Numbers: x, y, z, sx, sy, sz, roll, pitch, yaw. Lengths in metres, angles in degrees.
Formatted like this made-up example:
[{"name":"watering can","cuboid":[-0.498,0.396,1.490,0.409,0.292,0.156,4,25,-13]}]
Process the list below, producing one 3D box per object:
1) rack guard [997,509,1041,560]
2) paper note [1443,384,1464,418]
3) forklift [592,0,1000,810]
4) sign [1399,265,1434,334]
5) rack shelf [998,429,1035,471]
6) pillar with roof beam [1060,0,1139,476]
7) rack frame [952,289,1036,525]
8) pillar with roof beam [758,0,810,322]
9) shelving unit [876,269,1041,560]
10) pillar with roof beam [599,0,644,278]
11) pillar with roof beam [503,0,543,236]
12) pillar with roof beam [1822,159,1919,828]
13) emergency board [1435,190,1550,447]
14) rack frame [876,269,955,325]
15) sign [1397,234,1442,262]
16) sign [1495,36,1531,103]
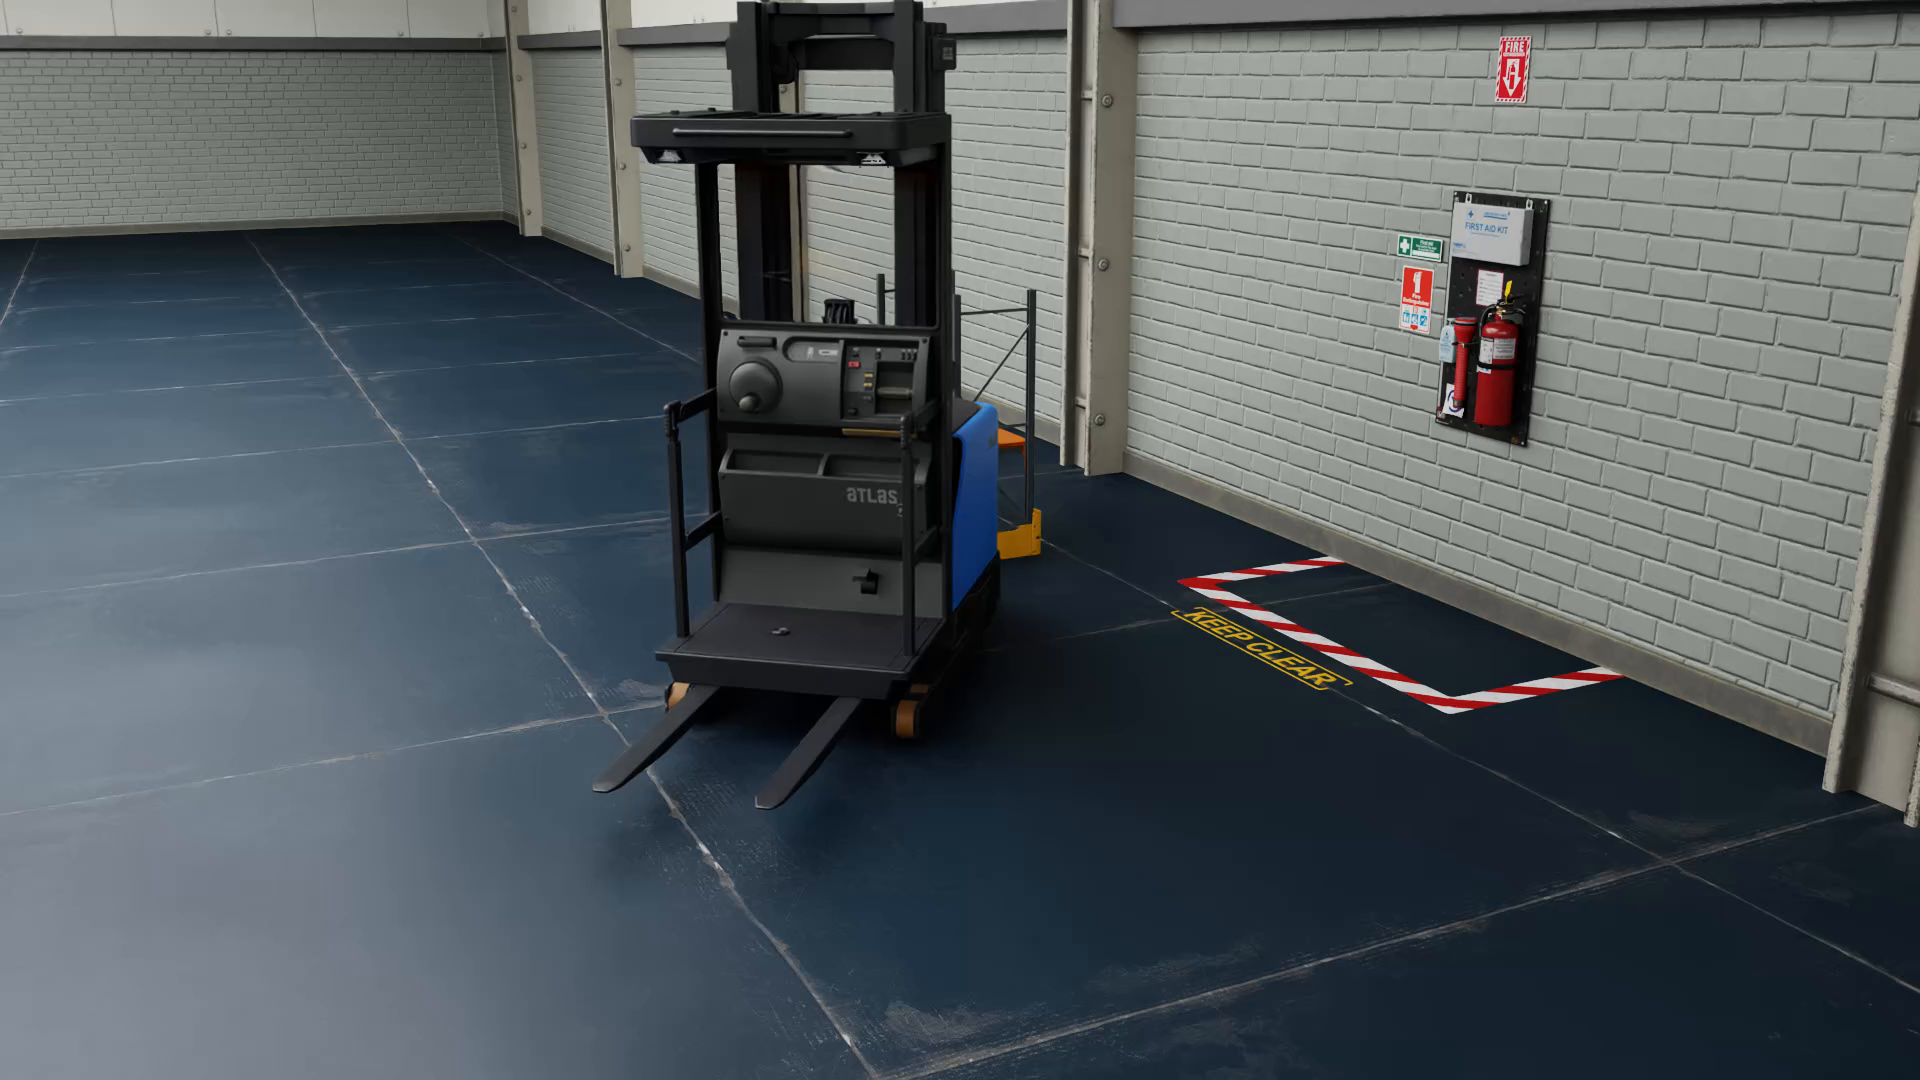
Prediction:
[{"name":"rack guard","cuboid":[0.185,-0.016,9.352,0.587,0.250,0.087,-8,18,-25]},{"name":"paper note","cuboid":[2.484,-0.701,8.353,0.016,0.148,0.142,-8,18,-25]},{"name":"forklift","cuboid":[-0.630,-0.697,6.867,1.130,2.935,3.031,4,16,13]},{"name":"sign","cuboid":[2.350,-1.239,8.565,0.001,0.329,0.234,-8,18,-25]},{"name":"rack shelf","cuboid":[-0.037,-0.569,9.667,0.538,0.185,1.000,-8,18,-25]},{"name":"pillar with roof beam","cuboid":[-2.951,-4.306,8.442,9.100,9.000,0.400,-8,18,-25]},{"name":"rack frame","cuboid":[0.185,-0.616,9.178,0.500,1.500,0.032,-8,18,-25]},{"name":"pillar with roof beam","cuboid":[-5.579,-5.794,13.626,9.100,9.000,0.400,-8,18,-25]},{"name":"shelving unit","cuboid":[-0.033,-0.740,9.610,0.587,1.500,1.083,-8,18,-25]},{"name":"pillar with roof beam","cuboid":[-8.208,-7.282,18.810,9.100,9.000,0.400,-8,18,-25]},{"name":"pillar with roof beam","cuboid":[-10.837,-8.769,23.995,9.100,9.000,0.400,-8,18,-25]},{"name":"pillar with roof beam","cuboid":[-0.322,-2.818,3.257,9.100,9.000,0.400,-8,18,-25]},{"name":"emergency board","cuboid":[2.499,-1.072,8.049,0.194,1.169,0.643,-8,18,-25]},{"name":"rack frame","cuboid":[-0.260,-0.868,10.057,0.500,1.500,0.032,-8,18,-25]},{"name":"sign","cuboid":[2.344,-1.491,8.485,0.001,0.109,0.331,-8,18,-25]},{"name":"sign","cuboid":[2.585,-2.201,7.778,0.001,0.298,0.199,-8,18,-25]}]
